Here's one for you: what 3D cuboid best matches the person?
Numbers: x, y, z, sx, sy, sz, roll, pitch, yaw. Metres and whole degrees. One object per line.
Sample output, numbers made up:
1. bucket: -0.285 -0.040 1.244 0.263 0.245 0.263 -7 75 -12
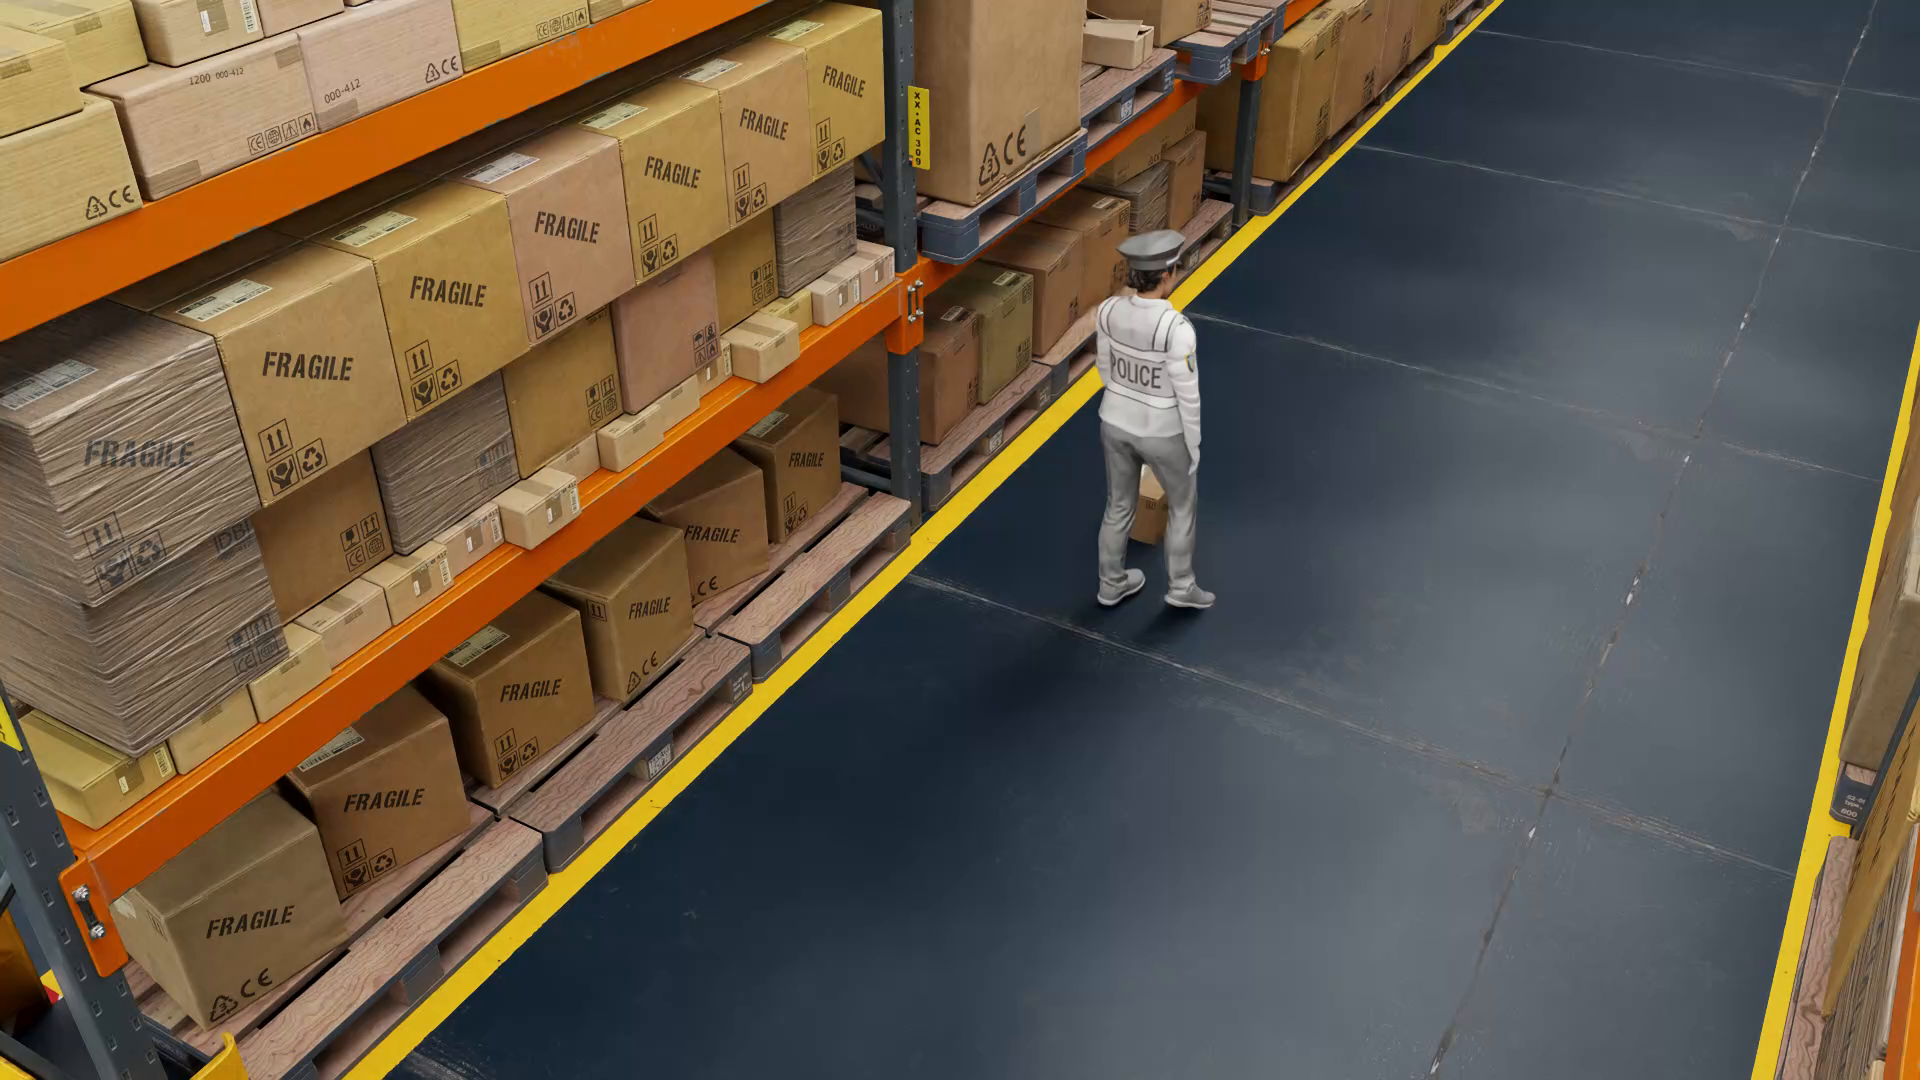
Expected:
1. person: 0.797 -0.435 6.791 0.547 1.722 0.409 23 41 30
